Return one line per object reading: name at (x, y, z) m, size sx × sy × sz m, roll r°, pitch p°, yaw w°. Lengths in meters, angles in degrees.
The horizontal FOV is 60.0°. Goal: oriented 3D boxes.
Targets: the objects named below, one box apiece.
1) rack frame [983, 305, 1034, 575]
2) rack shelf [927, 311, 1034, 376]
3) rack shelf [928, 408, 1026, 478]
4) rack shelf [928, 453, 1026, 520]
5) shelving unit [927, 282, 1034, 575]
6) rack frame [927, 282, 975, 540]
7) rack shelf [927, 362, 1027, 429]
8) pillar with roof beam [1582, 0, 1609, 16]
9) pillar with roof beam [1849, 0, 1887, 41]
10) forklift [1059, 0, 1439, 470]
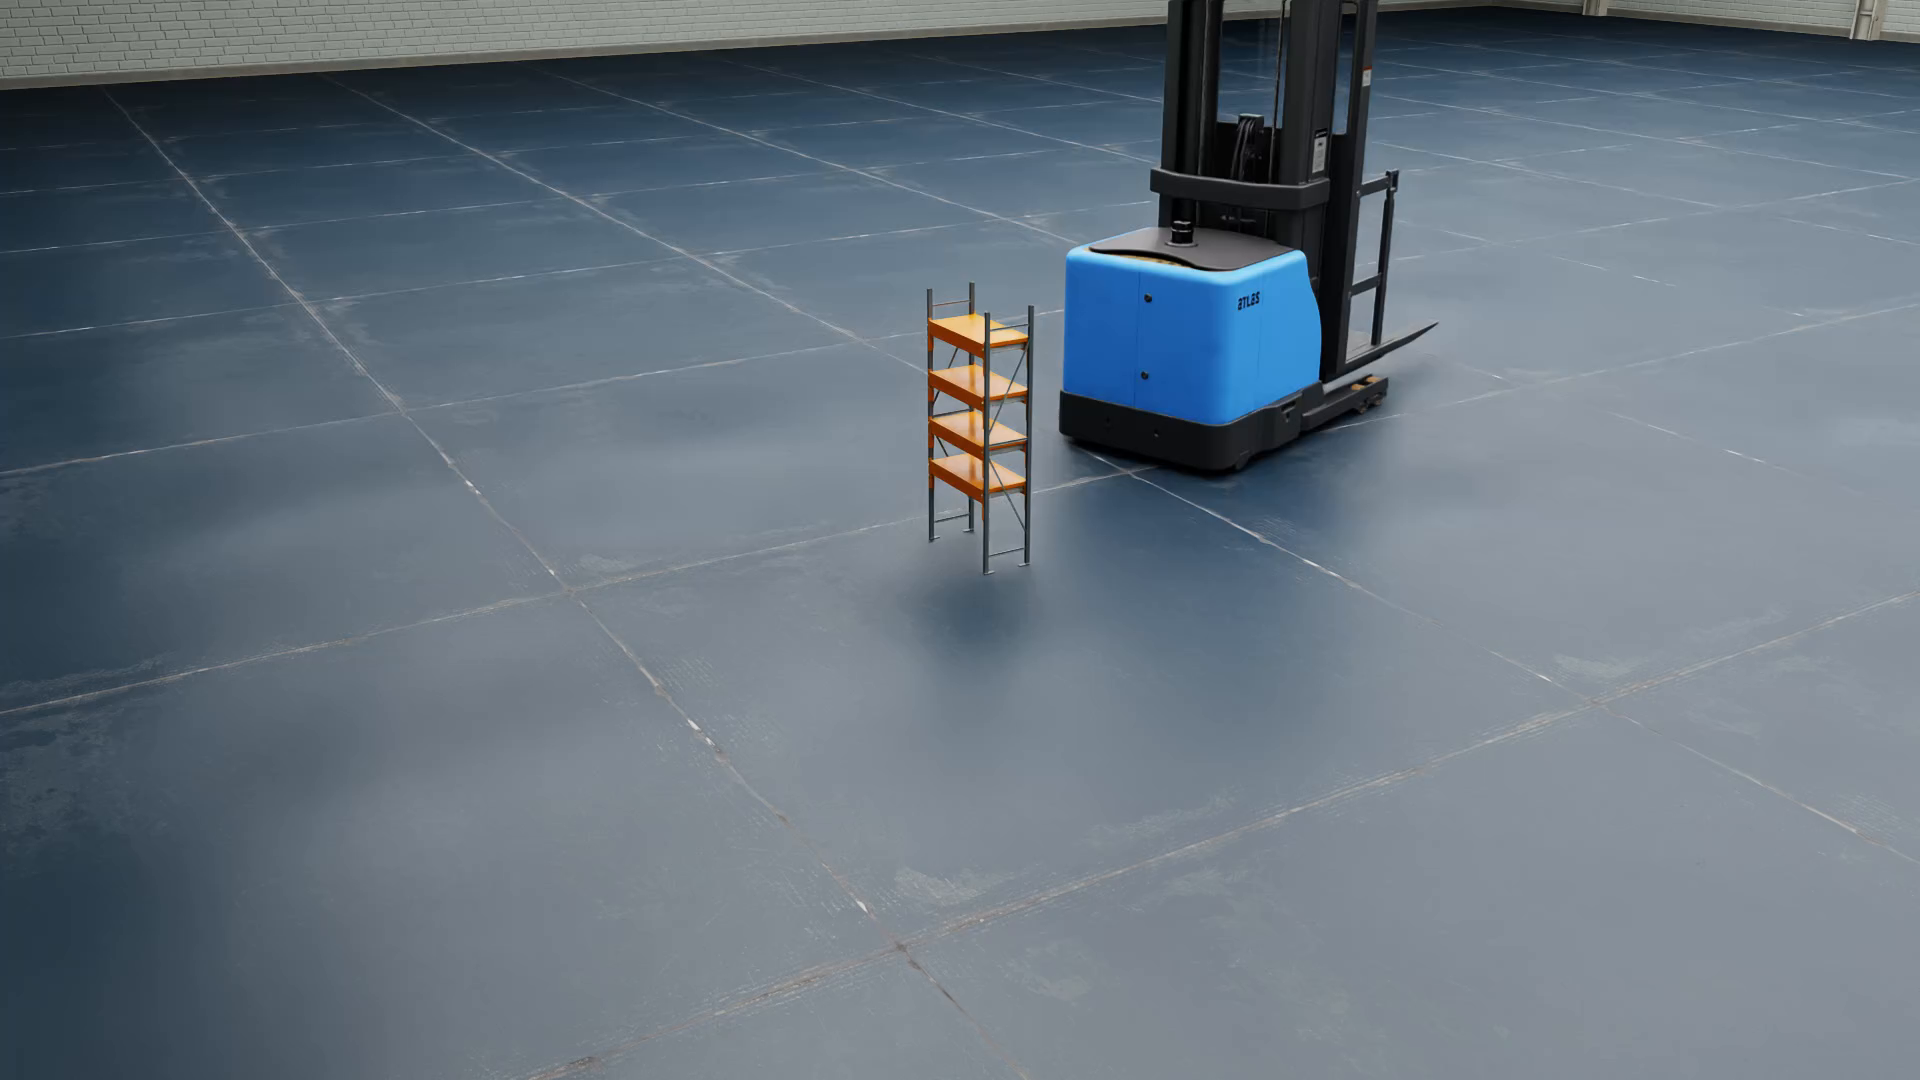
rack frame at (0.209, -0.423, 7.259) m, size 0.240 × 1.200 × 0.015 m, roll -13°, pitch 25°, yaw -28°
rack shelf at (0.085, -0.866, 7.306) m, size 0.258 × 0.148 × 0.480 m, roll -13°, pitch 25°, yaw -28°
rack shelf at (0.085, -0.440, 7.479) m, size 0.258 × 0.148 × 0.480 m, roll -13°, pitch 25°, yaw -28°
rack shelf at (0.085, -0.256, 7.554) m, size 0.258 × 0.148 × 0.480 m, roll -13°, pitch 25°, yaw -28°
shelving unit at (0.085, -0.502, 7.454) m, size 0.258 × 1.200 × 0.503 m, roll -13°, pitch 25°, yaw -28°
rack frame at (-0.040, -0.581, 7.648) m, size 0.240 × 1.200 × 0.015 m, roll -13°, pitch 25°, yaw -28°
rack shelf at (0.085, -0.647, 7.395) m, size 0.258 × 0.148 × 0.480 m, roll -13°, pitch 25°, yaw -28°
pillar with roof beam at (9.633, -14.364, 31.199) m, size 9.100 × 9.000 × 0.400 m, roll -13°, pitch 25°, yaw -28°
pillar with roof beam at (12.698, -12.422, 26.421) m, size 9.100 × 9.000 × 0.400 m, roll -13°, pitch 25°, yaw -28°
forklift at (1.861, -2.198, 9.326) m, size 1.130 × 2.935 × 3.031 m, roll 17°, pitch 28°, yaw 36°
